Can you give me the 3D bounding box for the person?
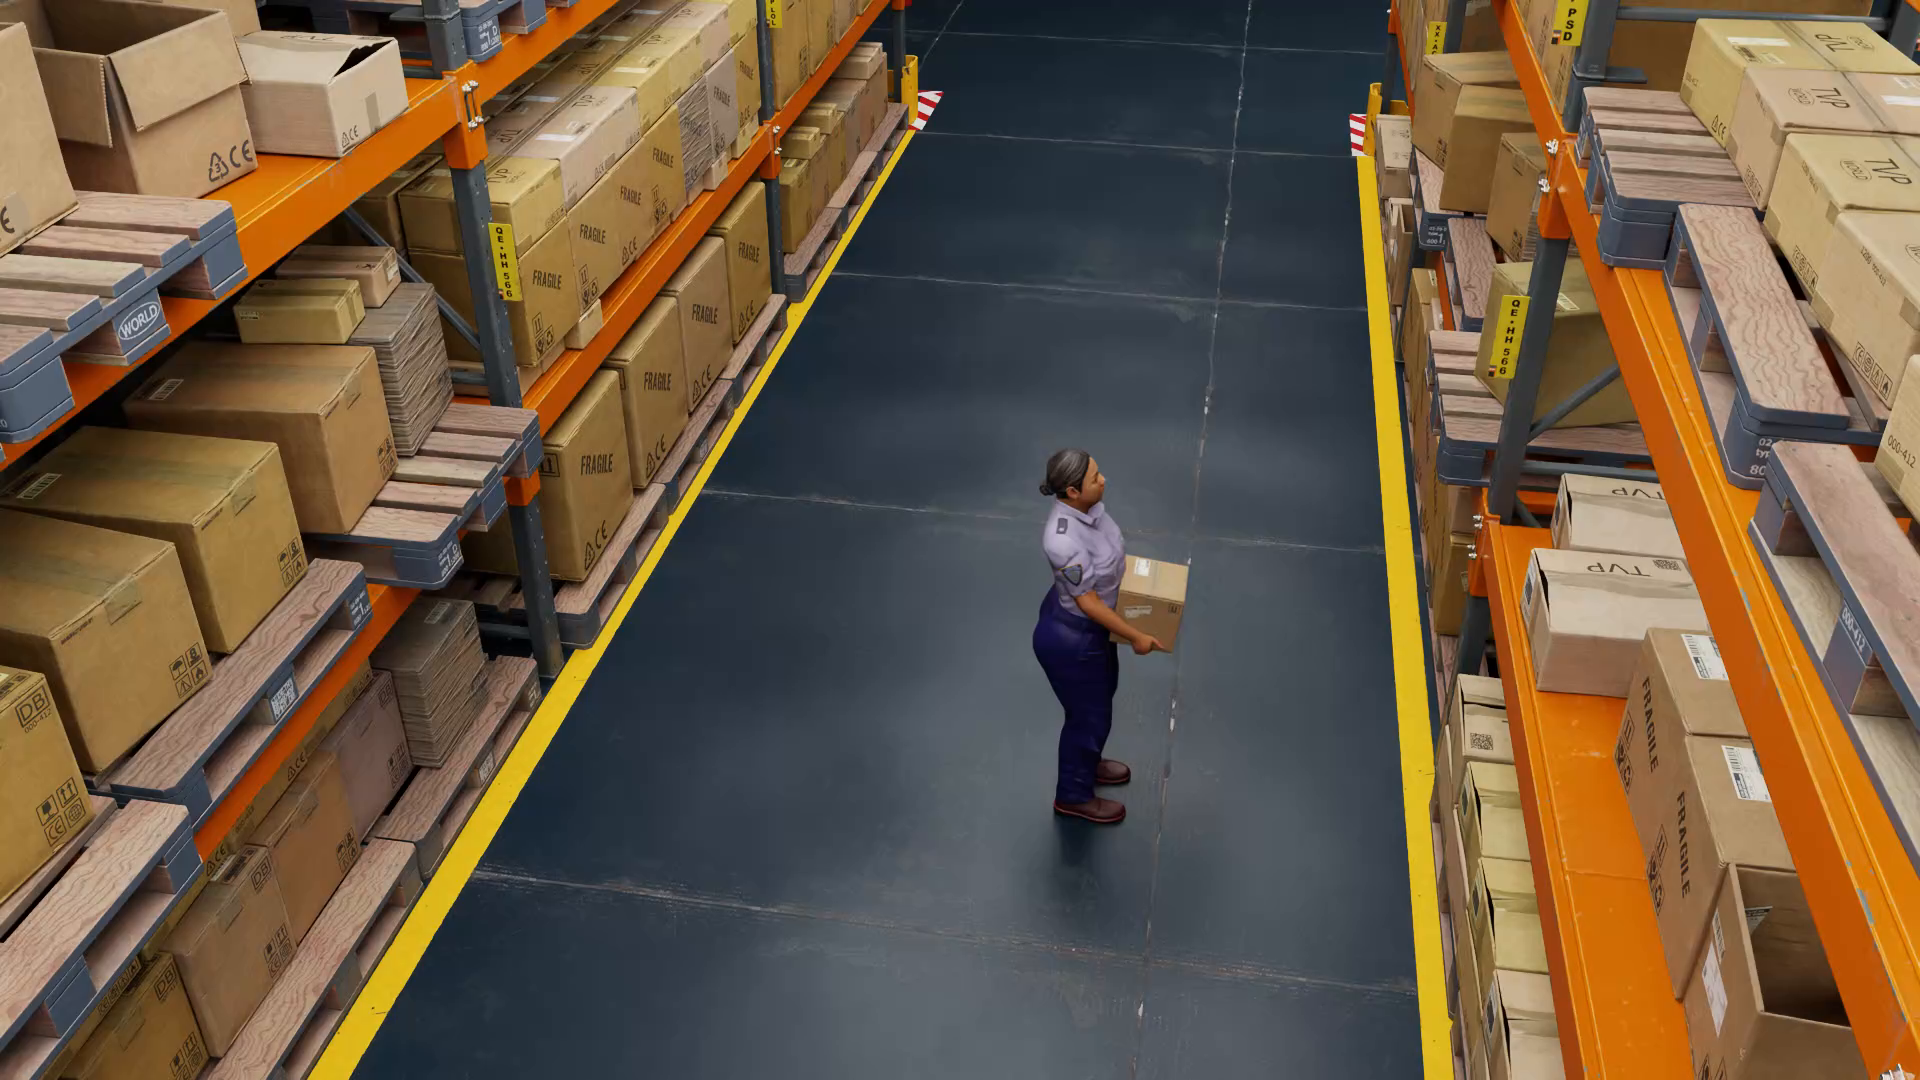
[{"bbox_3d":[0.553,0.374,6.578,0.518,1.636,0.453,6,33,9],"label":"person"}]
